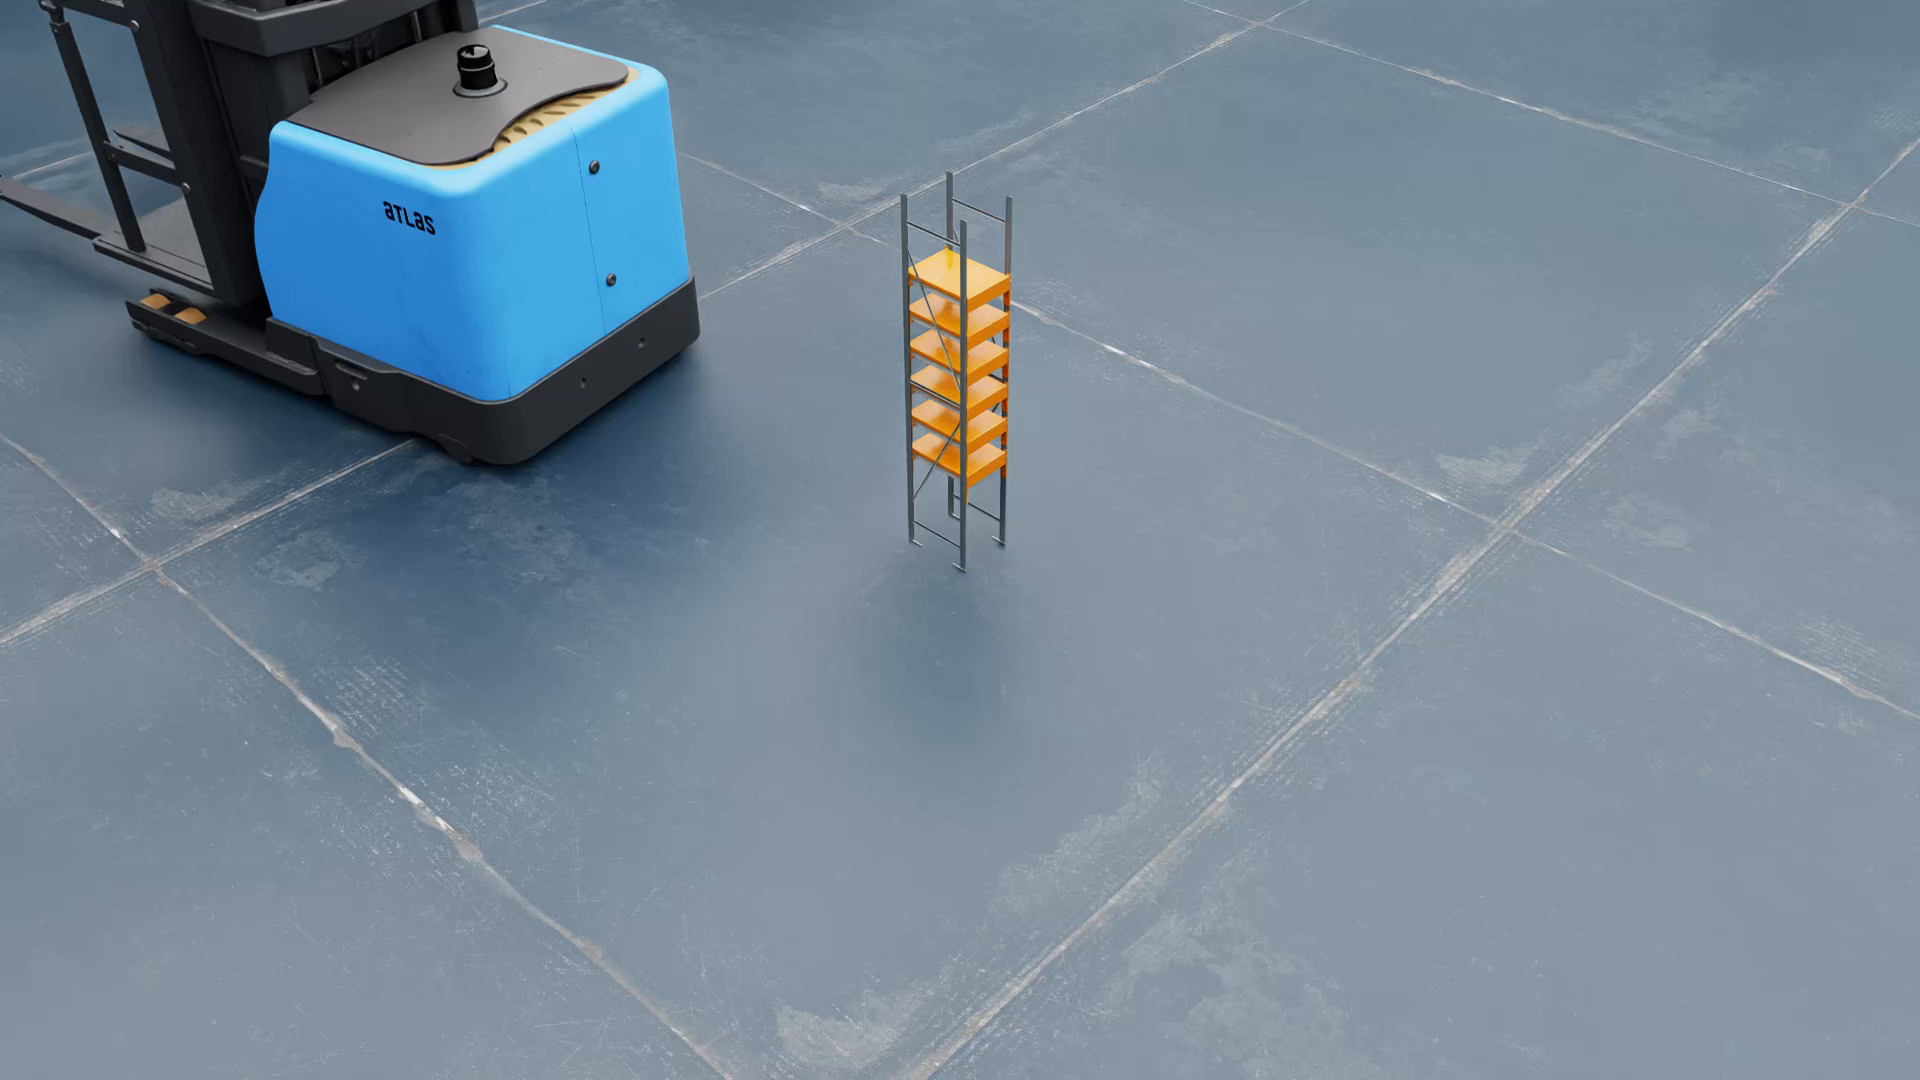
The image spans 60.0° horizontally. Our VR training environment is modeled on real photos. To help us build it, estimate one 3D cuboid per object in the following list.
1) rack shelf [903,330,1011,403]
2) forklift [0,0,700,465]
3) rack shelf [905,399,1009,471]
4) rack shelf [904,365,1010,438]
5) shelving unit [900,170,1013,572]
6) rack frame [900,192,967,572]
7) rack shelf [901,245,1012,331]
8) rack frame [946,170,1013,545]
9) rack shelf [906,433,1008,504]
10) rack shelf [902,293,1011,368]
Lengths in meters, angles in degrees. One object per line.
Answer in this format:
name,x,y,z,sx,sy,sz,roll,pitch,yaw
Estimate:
rack shelf,-0.010,-0.522,4.821,0.258,0.103,0.180,30,47,32
forklift,-2.474,-2.085,5.518,3.031,2.935,1.130,21,43,24
rack shelf,-0.010,-0.334,4.971,0.258,0.103,0.180,30,47,32
rack shelf,-0.010,-0.428,4.896,0.258,0.103,0.180,30,47,32
shelving unit,-0.010,-0.463,4.868,0.258,1.200,0.189,30,47,32
rack frame,-0.071,-0.421,4.815,0.240,1.200,0.006,30,47,32
rack shelf,-0.010,-0.710,4.672,0.258,0.103,0.180,30,47,32
rack frame,0.052,-0.505,4.921,0.240,1.200,0.006,30,47,32
rack shelf,-0.010,-0.240,5.045,0.258,0.103,0.180,30,47,32
rack shelf,-0.010,-0.616,4.746,0.258,0.103,0.180,30,47,32
